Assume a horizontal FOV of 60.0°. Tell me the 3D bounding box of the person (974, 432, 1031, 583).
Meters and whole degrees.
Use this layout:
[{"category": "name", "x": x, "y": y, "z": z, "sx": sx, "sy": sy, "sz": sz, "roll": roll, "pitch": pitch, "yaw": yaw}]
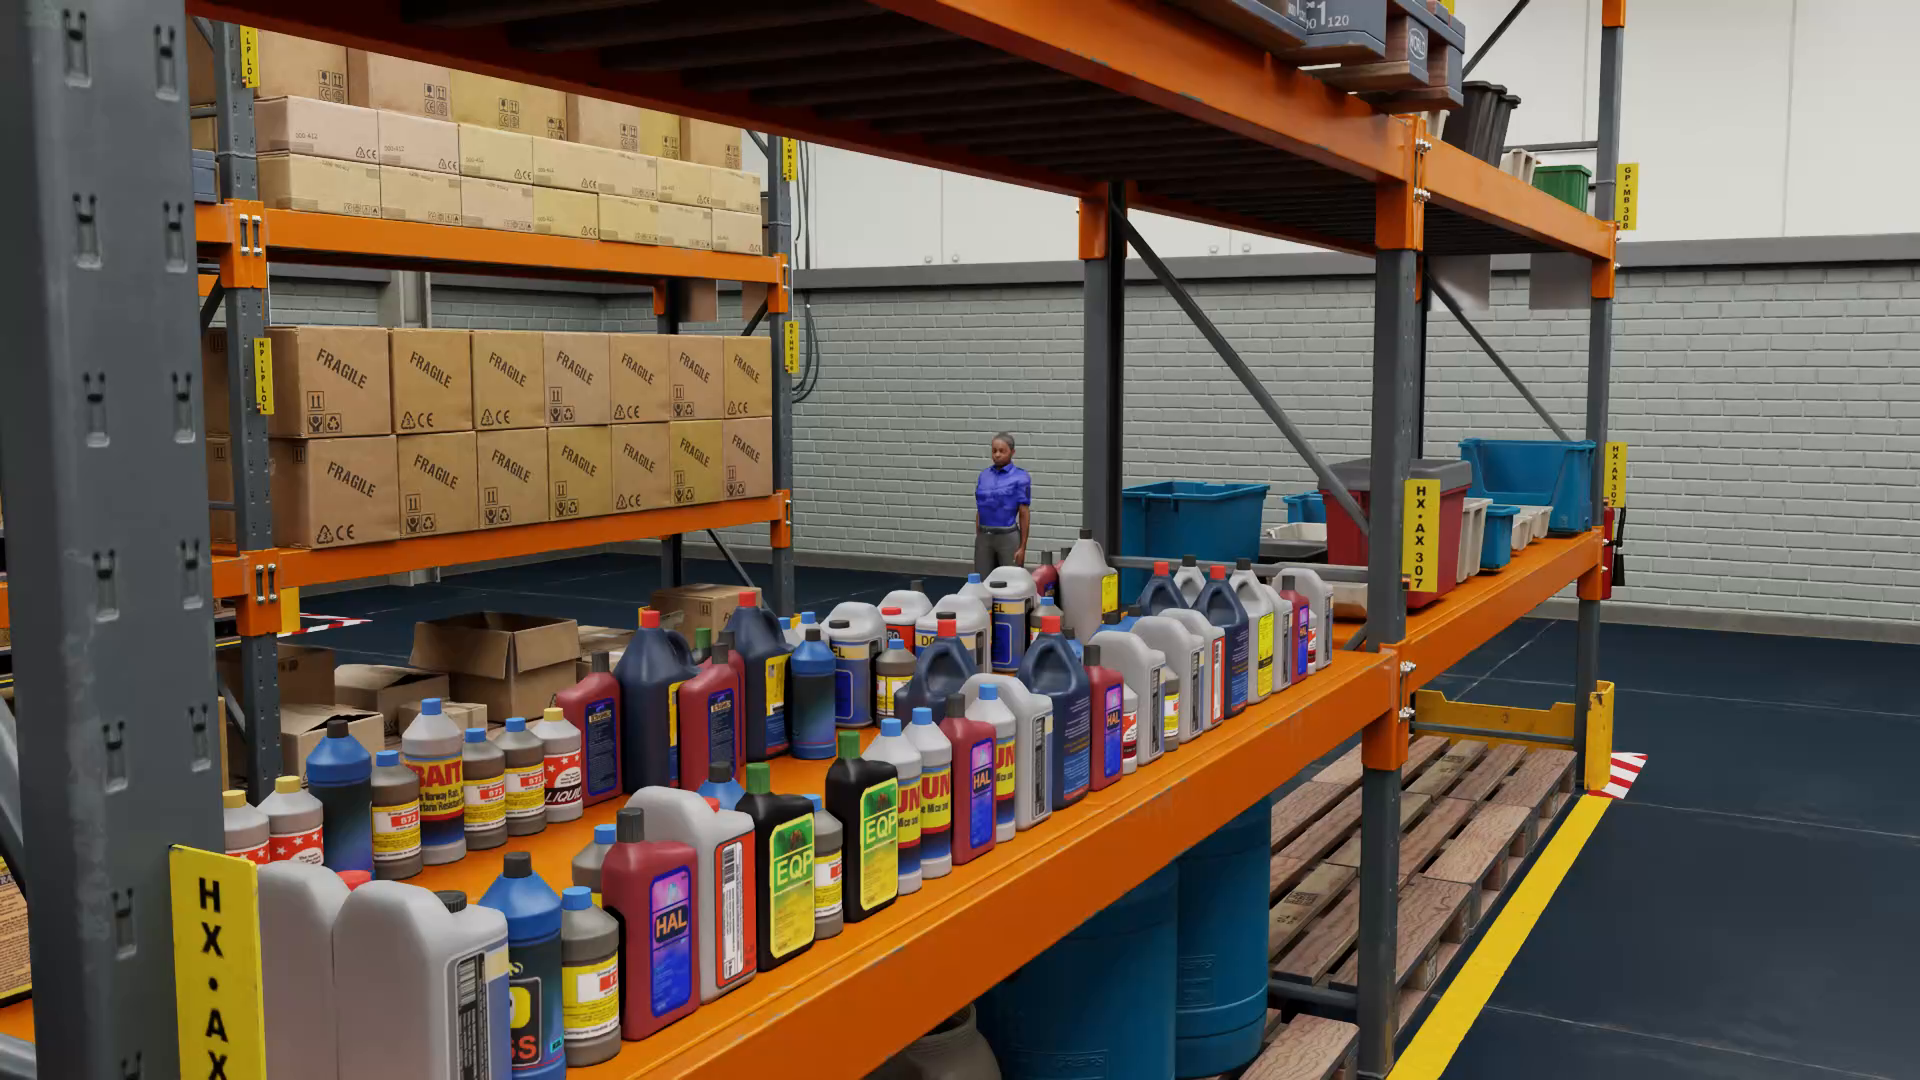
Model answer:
[{"category": "person", "x": 0.299, "y": 0.056, "z": 11.928, "sx": 0.437, "sy": 1.664, "sz": 0.309, "roll": 3, "pitch": 7, "yaw": 30}]
